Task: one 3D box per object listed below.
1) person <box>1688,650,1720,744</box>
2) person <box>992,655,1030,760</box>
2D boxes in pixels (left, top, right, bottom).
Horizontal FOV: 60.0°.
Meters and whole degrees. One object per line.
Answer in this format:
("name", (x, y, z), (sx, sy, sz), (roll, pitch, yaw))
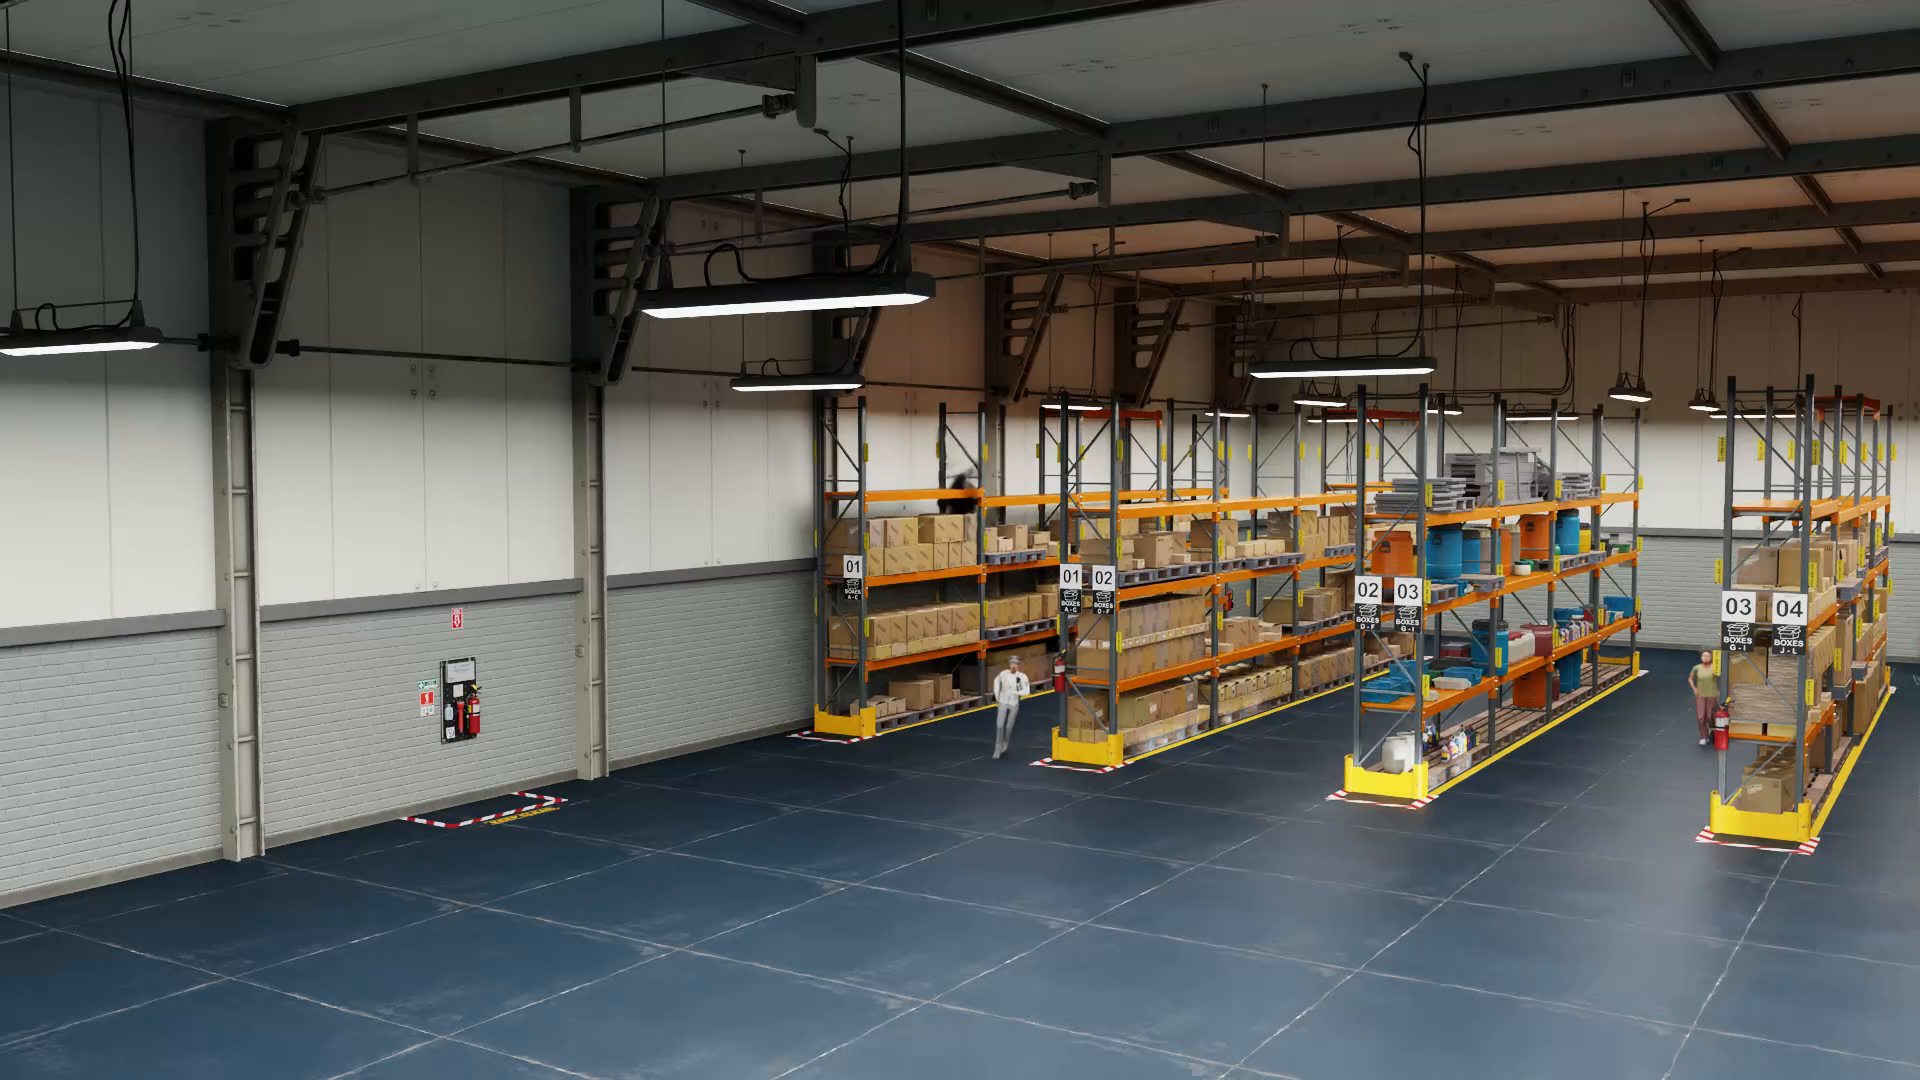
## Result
("person", (12.825, 2.703, 28.553), (0.610, 1.610, 0.513), (2, 3, 31))
("person", (0.857, 2.744, 27.420), (0.605, 1.741, 0.748), (0, 3, 5))
